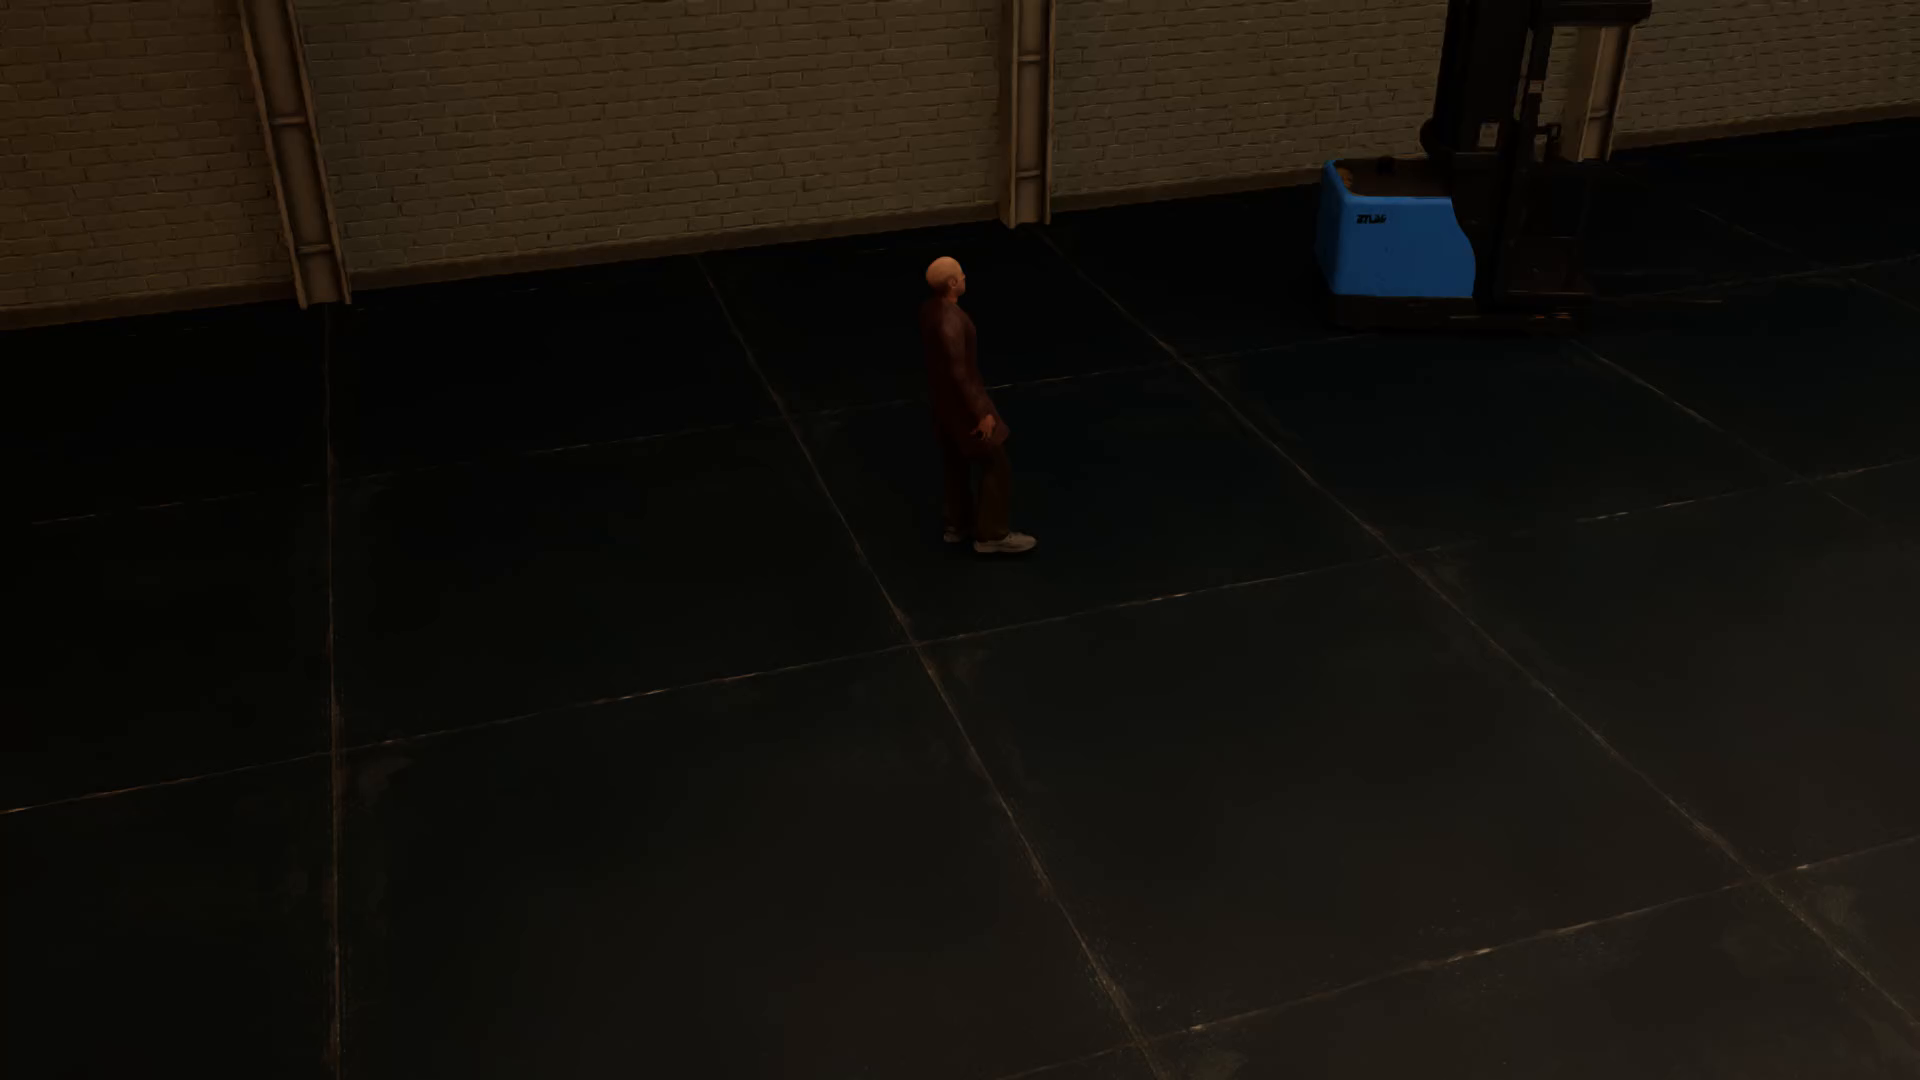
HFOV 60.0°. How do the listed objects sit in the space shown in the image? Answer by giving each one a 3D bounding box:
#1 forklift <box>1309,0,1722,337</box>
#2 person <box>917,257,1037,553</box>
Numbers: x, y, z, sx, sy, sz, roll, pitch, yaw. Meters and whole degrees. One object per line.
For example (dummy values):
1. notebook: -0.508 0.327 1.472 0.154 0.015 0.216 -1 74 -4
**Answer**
1. forklift: 4.348 -3.095 12.466 3.031 2.935 1.130 1 30 1
2. person: 0.086 -0.790 9.599 0.586 1.774 0.694 -10 31 -16
